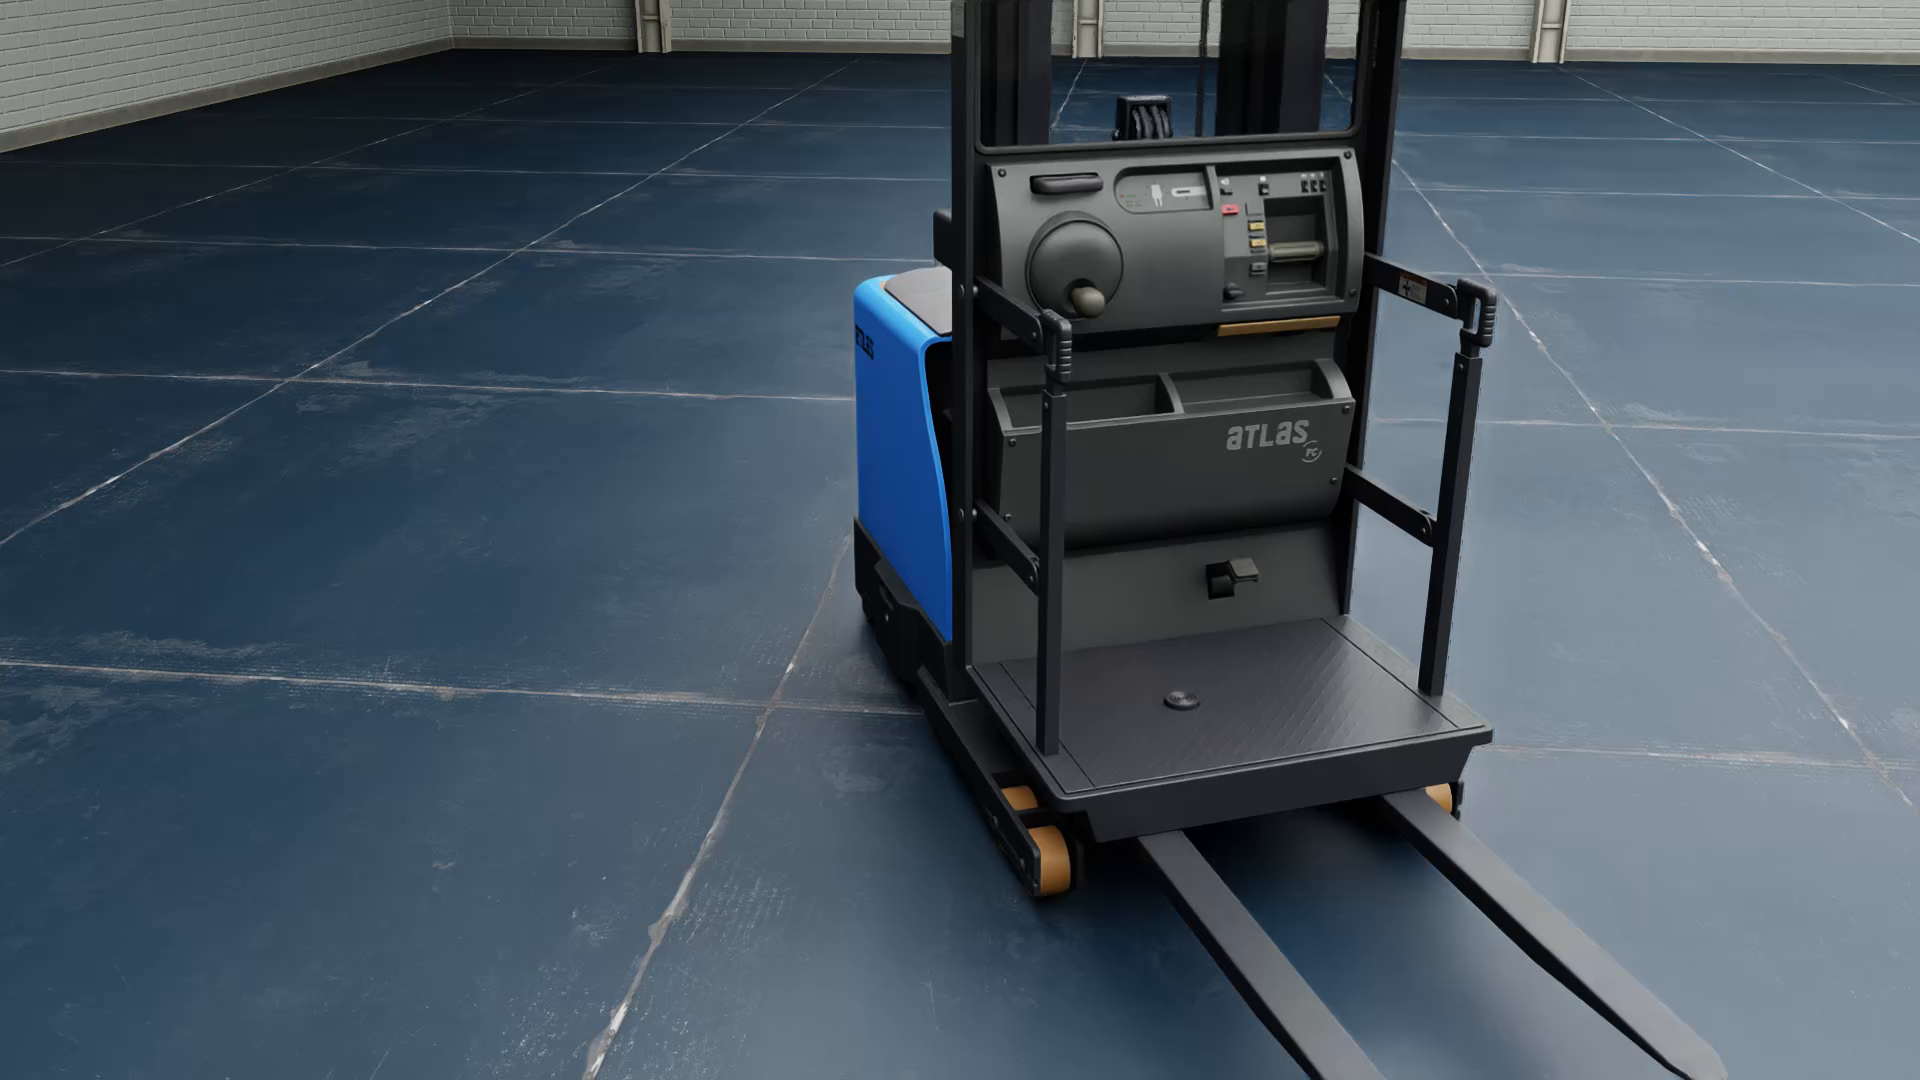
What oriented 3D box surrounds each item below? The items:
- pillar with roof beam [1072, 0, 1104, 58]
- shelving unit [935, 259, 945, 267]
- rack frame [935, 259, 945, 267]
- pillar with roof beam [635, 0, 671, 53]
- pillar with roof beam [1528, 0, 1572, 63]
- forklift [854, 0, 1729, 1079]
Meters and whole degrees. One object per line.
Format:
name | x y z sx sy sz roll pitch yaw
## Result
pillar with roof beam | 1.214 -9.144 16.830 0.400 9.000 9.100 2 22 6
shelving unit | 0.053 -0.486 5.741 0.252 1.050 0.215 2 22 6
rack frame | -0.068 -0.491 5.754 0.008 1.050 0.200 2 22 6
pillar with roof beam | -4.745 -9.404 17.487 0.400 9.000 9.100 2 22 6
pillar with roof beam | 7.172 -8.885 16.174 0.400 9.000 9.100 2 22 6
forklift | 0.588 -0.700 3.724 1.130 2.935 3.031 -7 22 -16
